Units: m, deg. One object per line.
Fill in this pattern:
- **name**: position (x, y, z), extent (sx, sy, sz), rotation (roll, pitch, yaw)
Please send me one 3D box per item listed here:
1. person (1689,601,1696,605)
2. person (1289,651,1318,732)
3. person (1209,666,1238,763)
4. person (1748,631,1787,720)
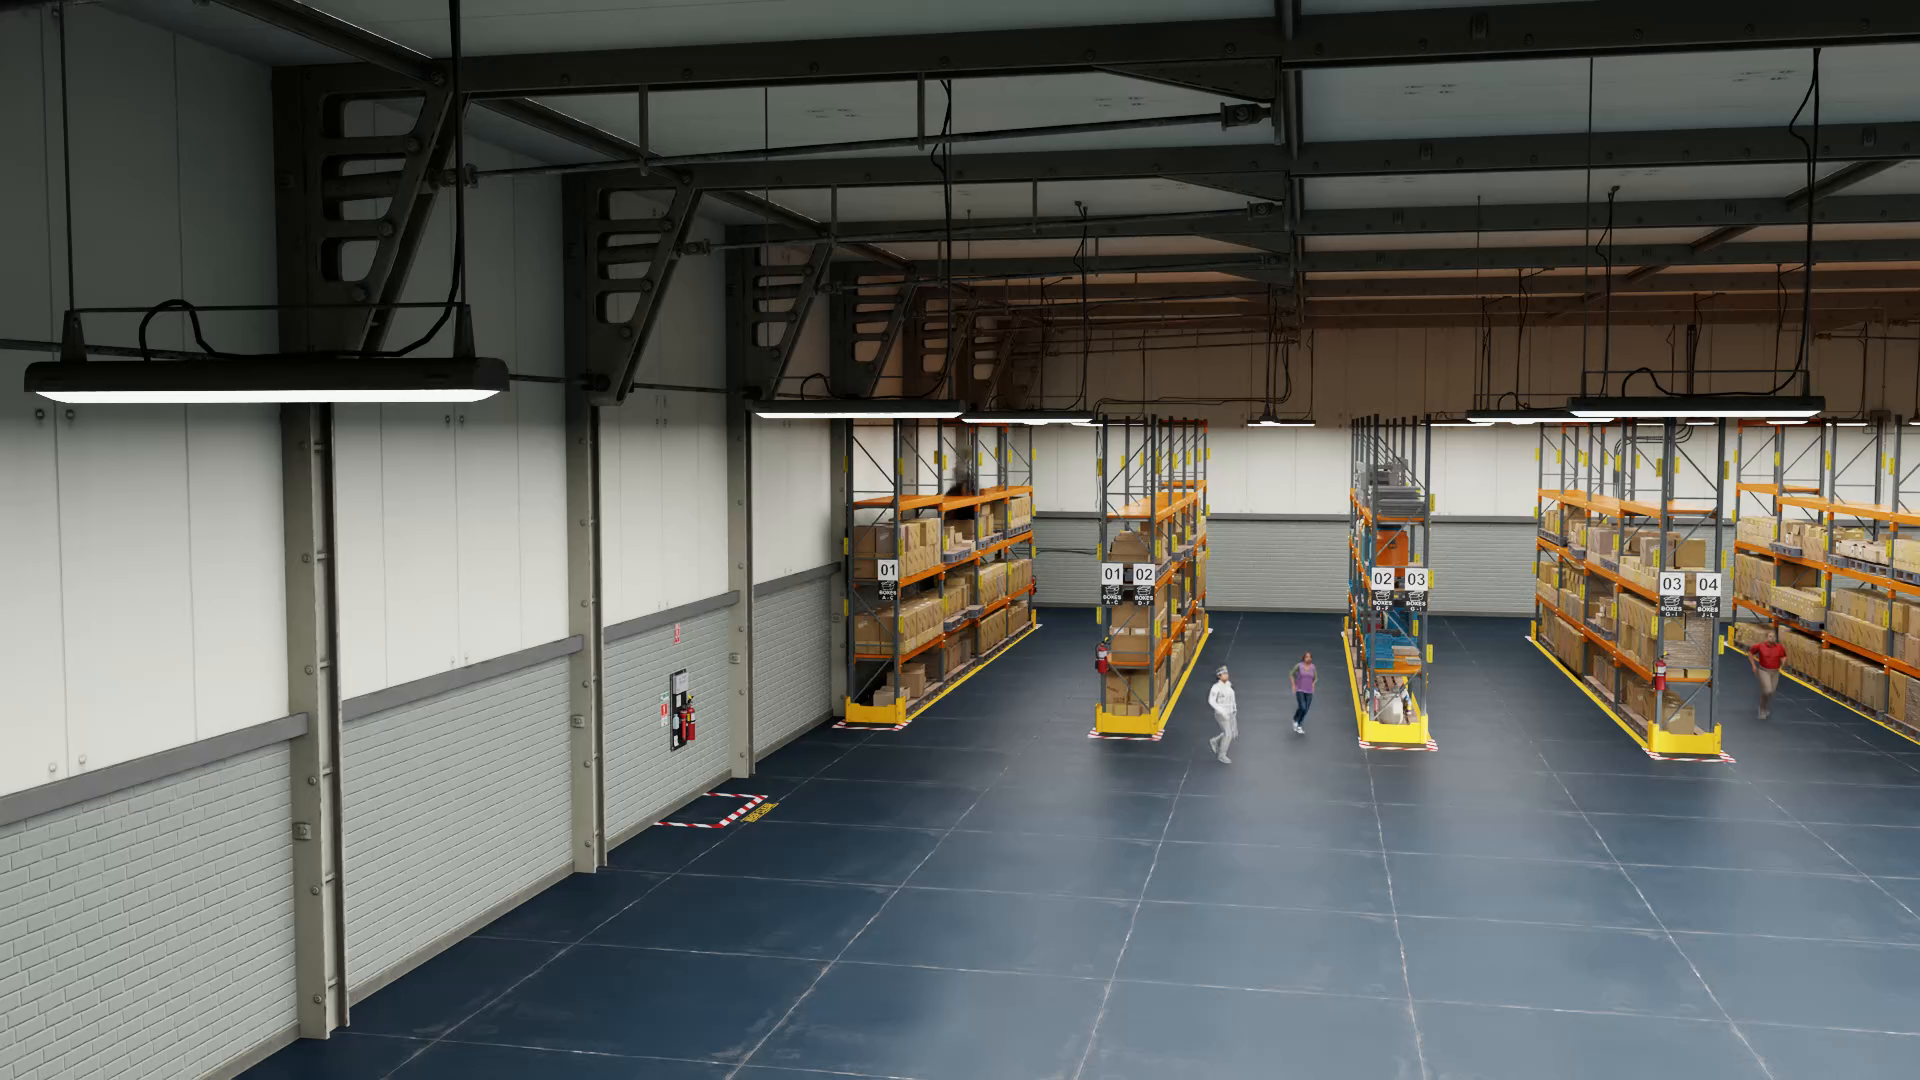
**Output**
- **person**: position (18.748, 2.046, 42.048), extent (0.616, 1.851, 0.777), rotation (1, 4, 18)
- **person**: position (6.476, 2.862, 31.246), extent (0.512, 1.549, 0.577), rotation (0, 4, -6)
- **person**: position (4.522, 2.991, 28.692), extent (0.618, 1.668, 0.511), rotation (-4, 5, -43)
- **person**: position (16.040, 2.694, 32.928), extent (0.648, 1.779, 0.736), rotation (0, 4, 0)
